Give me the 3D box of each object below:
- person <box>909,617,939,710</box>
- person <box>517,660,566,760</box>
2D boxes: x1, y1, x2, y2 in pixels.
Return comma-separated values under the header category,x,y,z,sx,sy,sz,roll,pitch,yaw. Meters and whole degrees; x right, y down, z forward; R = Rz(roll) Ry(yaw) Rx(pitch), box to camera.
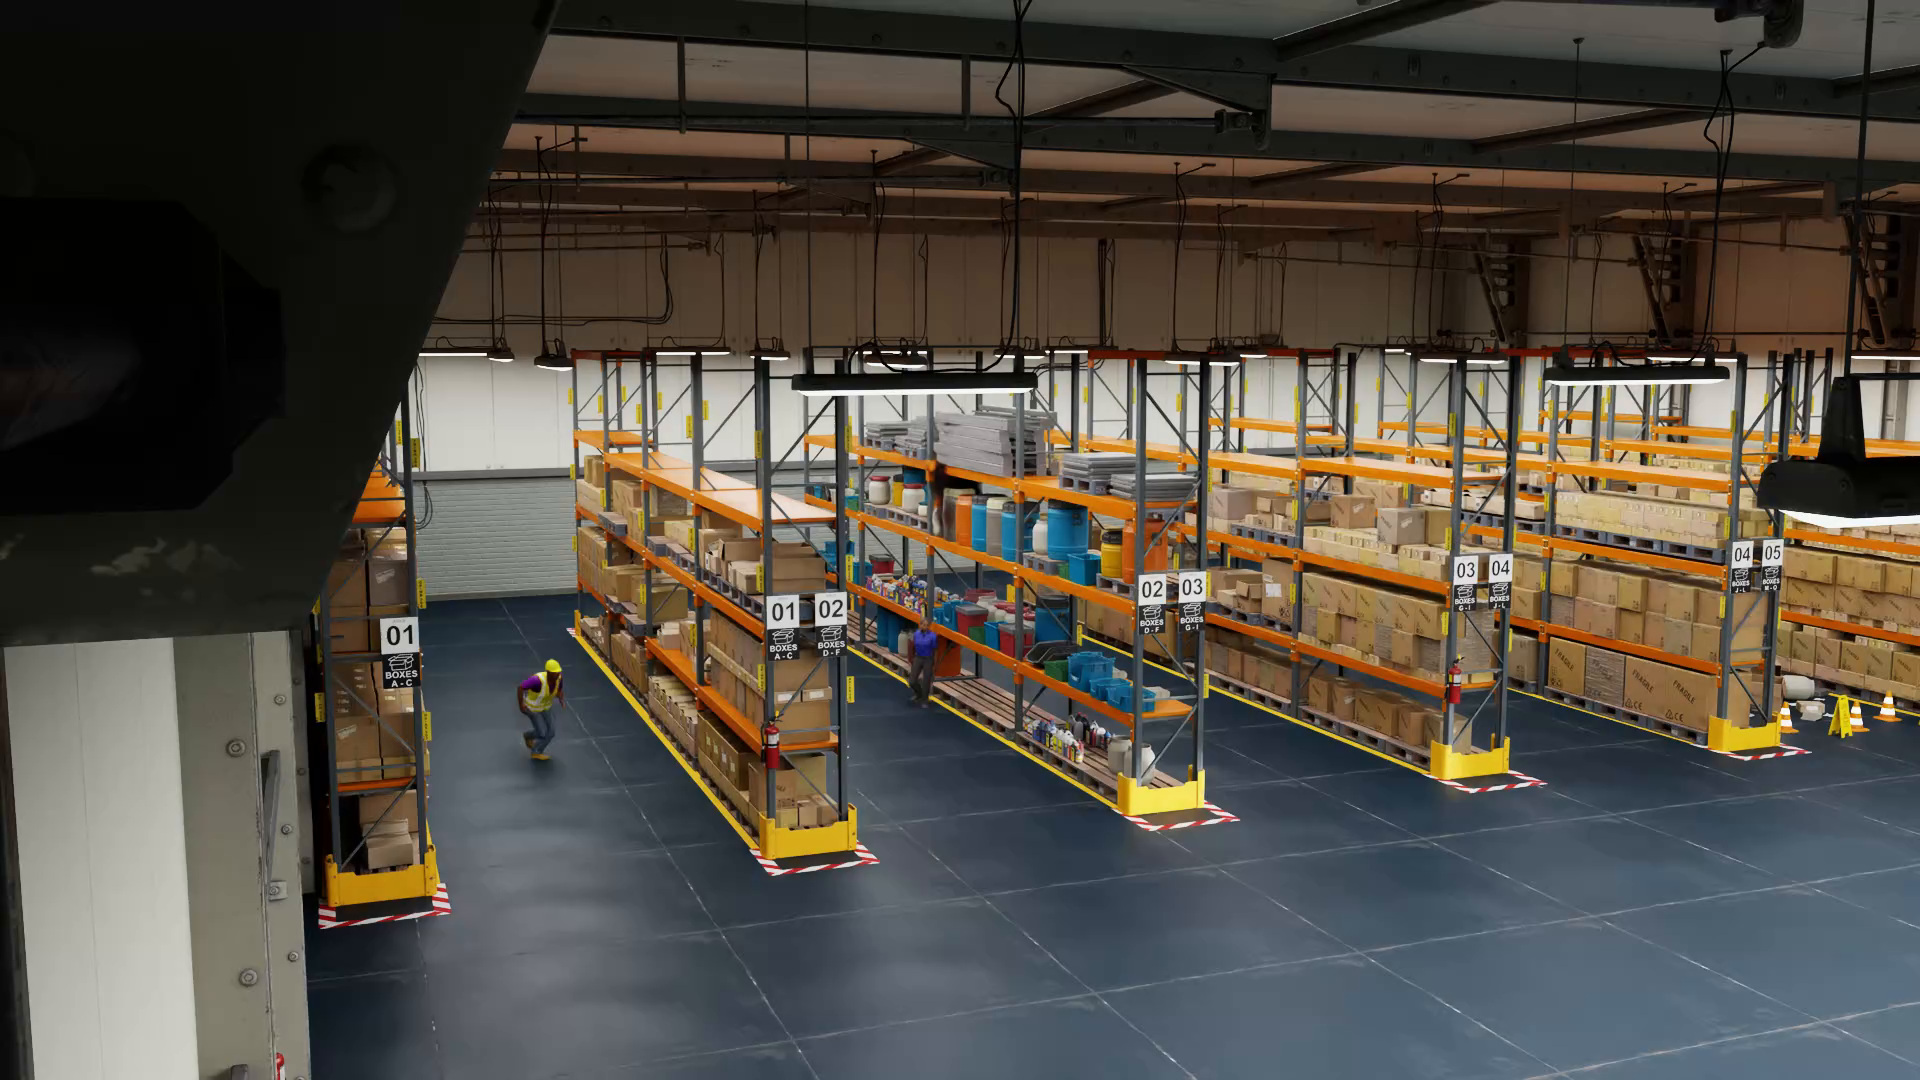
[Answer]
category,x,y,z,sx,sy,sz,roll,pitch,yaw
person,-0.613,2.063,28.020,0.615,1.625,0.530,2,7,18
person,-6.211,2.479,24.579,0.924,1.499,0.730,6,9,41
